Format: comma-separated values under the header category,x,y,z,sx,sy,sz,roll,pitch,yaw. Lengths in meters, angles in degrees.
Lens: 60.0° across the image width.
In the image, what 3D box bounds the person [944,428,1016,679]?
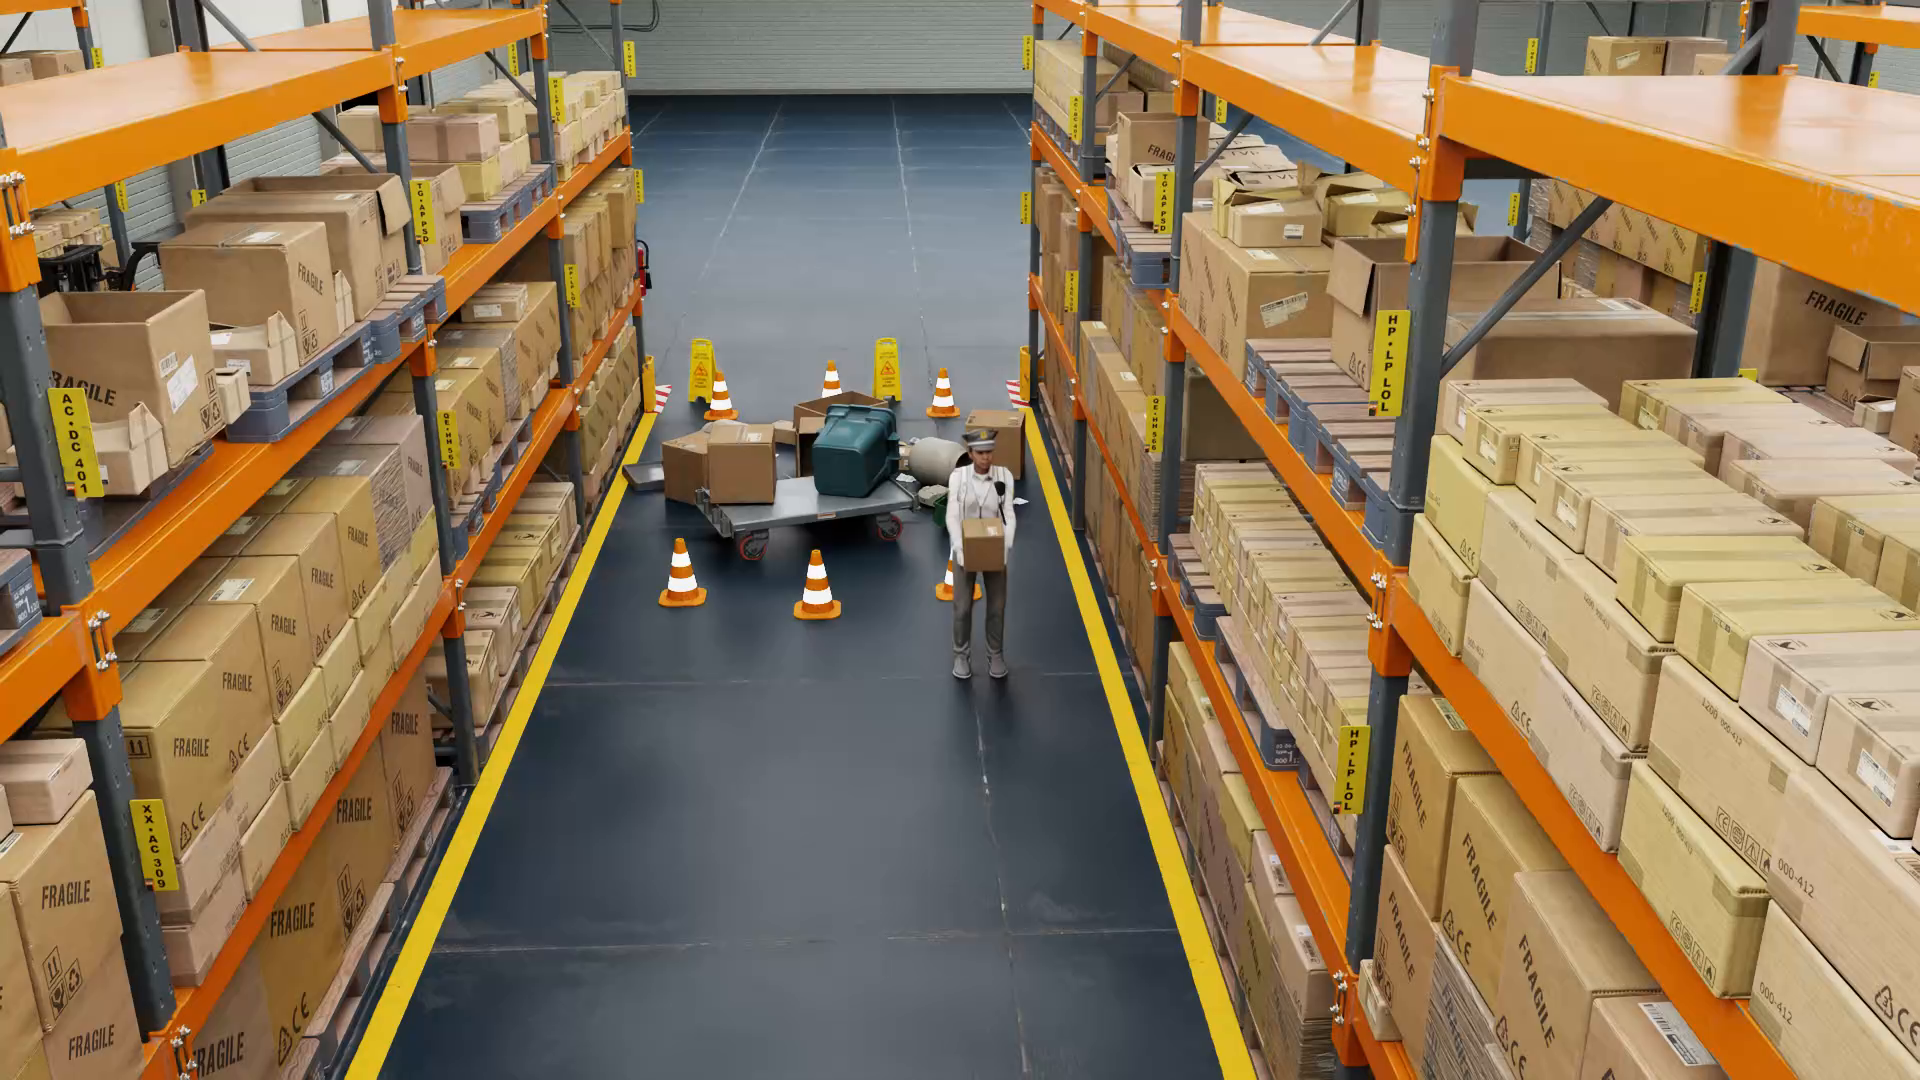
category,x,y,z,sx,sy,sz,roll,pitch,yaw
person,0.131,0.100,10.780,0.459,1.688,0.543,-1,21,-2
